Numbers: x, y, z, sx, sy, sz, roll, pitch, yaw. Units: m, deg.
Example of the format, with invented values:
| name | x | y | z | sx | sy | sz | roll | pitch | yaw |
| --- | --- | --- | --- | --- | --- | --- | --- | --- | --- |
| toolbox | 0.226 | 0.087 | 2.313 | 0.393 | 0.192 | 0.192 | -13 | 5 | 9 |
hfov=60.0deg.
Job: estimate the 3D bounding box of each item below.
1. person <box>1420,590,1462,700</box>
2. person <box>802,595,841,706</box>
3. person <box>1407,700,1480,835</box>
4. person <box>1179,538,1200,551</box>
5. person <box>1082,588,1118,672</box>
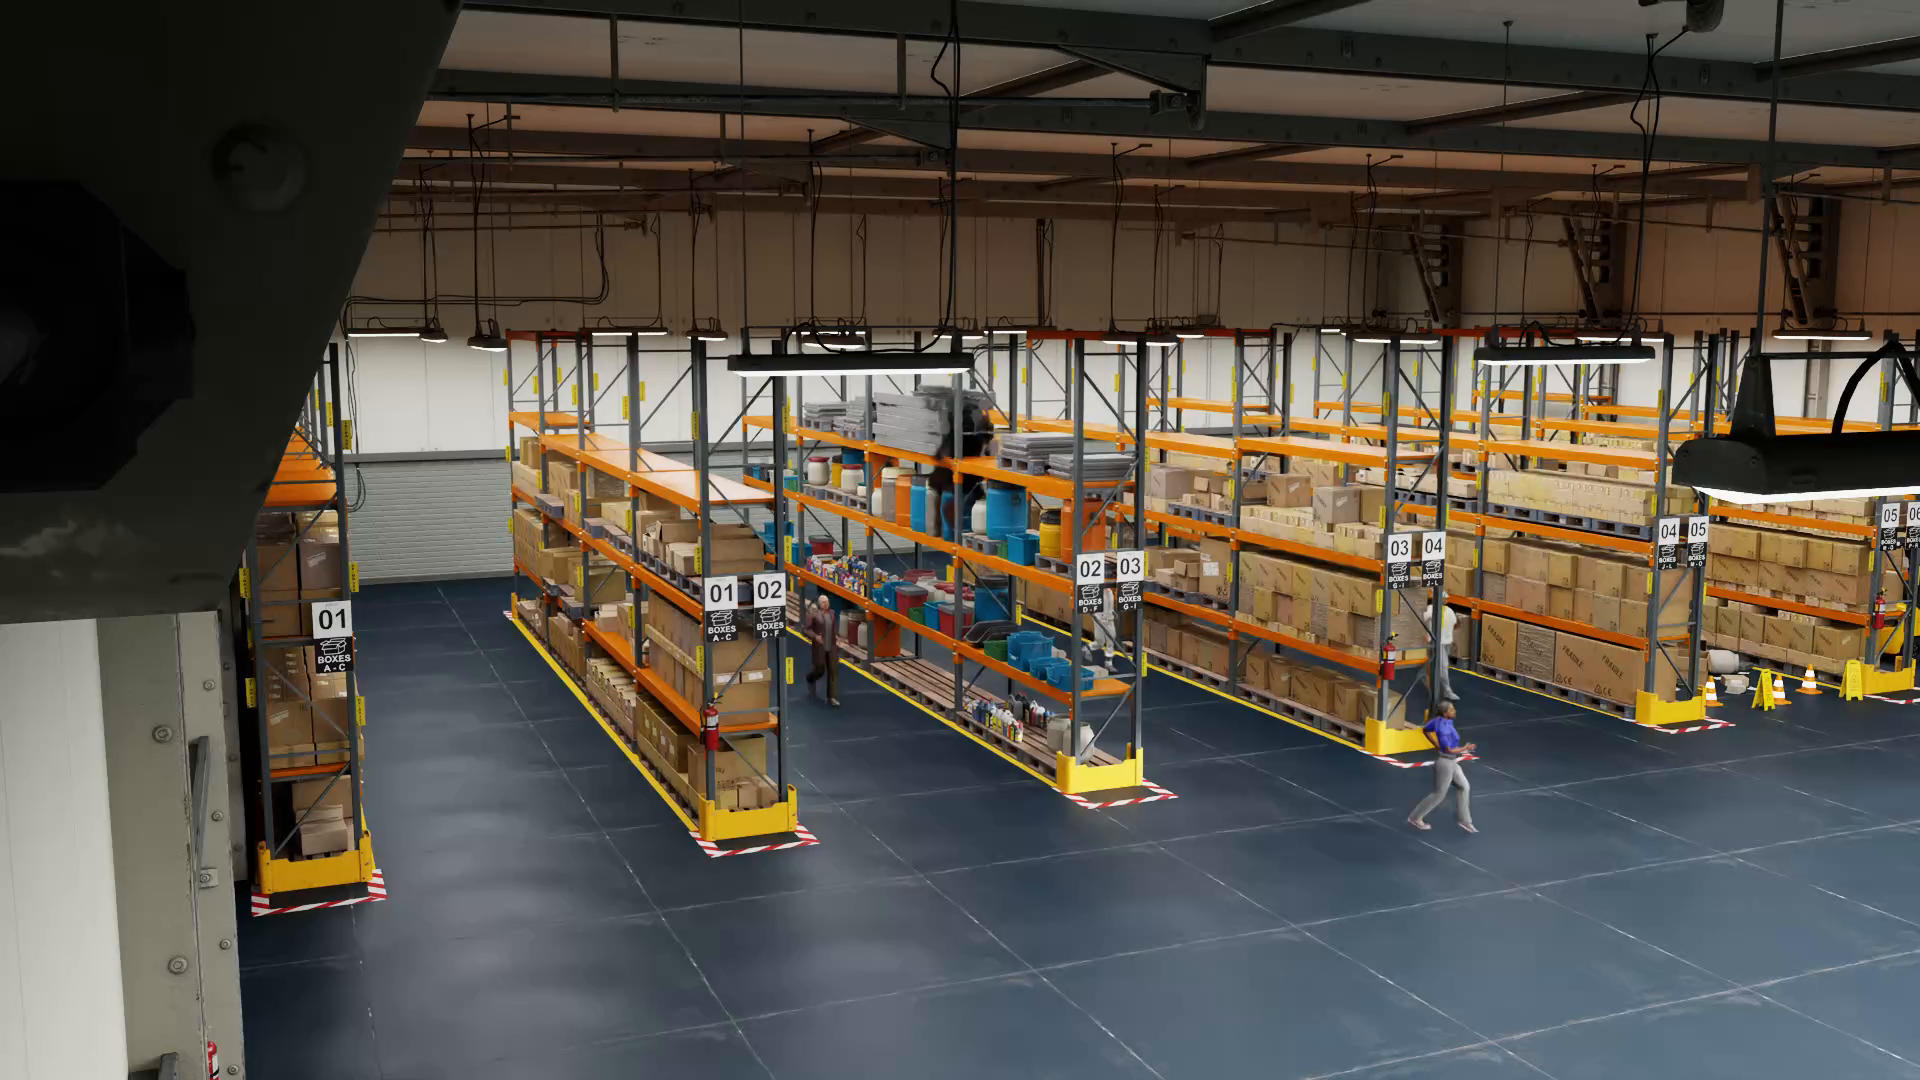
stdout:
| name | x | y | z | sx | sy | sz | roll | pitch | yaw |
| --- | --- | --- | --- | --- | --- | --- | --- | --- | --- |
| person | 7.950 | 1.694 | 27.513 | 0.701 | 1.750 | 0.990 | -5 | 9 | -31 |
| person | -2.233 | 1.772 | 27.137 | 0.709 | 1.767 | 1.018 | -5 | 9 | -30 |
| person | 5.929 | 2.783 | 20.302 | 0.867 | 1.672 | 0.583 | 2 | 8 | 15 |
| person | 5.713 | -0.152 | 41.485 | 0.875 | 1.708 | 0.739 | 5 | 9 | 31 |
| person | 2.530 | 1.434 | 29.544 | 0.667 | 1.763 | 0.860 | -5 | 9 | -35 |
